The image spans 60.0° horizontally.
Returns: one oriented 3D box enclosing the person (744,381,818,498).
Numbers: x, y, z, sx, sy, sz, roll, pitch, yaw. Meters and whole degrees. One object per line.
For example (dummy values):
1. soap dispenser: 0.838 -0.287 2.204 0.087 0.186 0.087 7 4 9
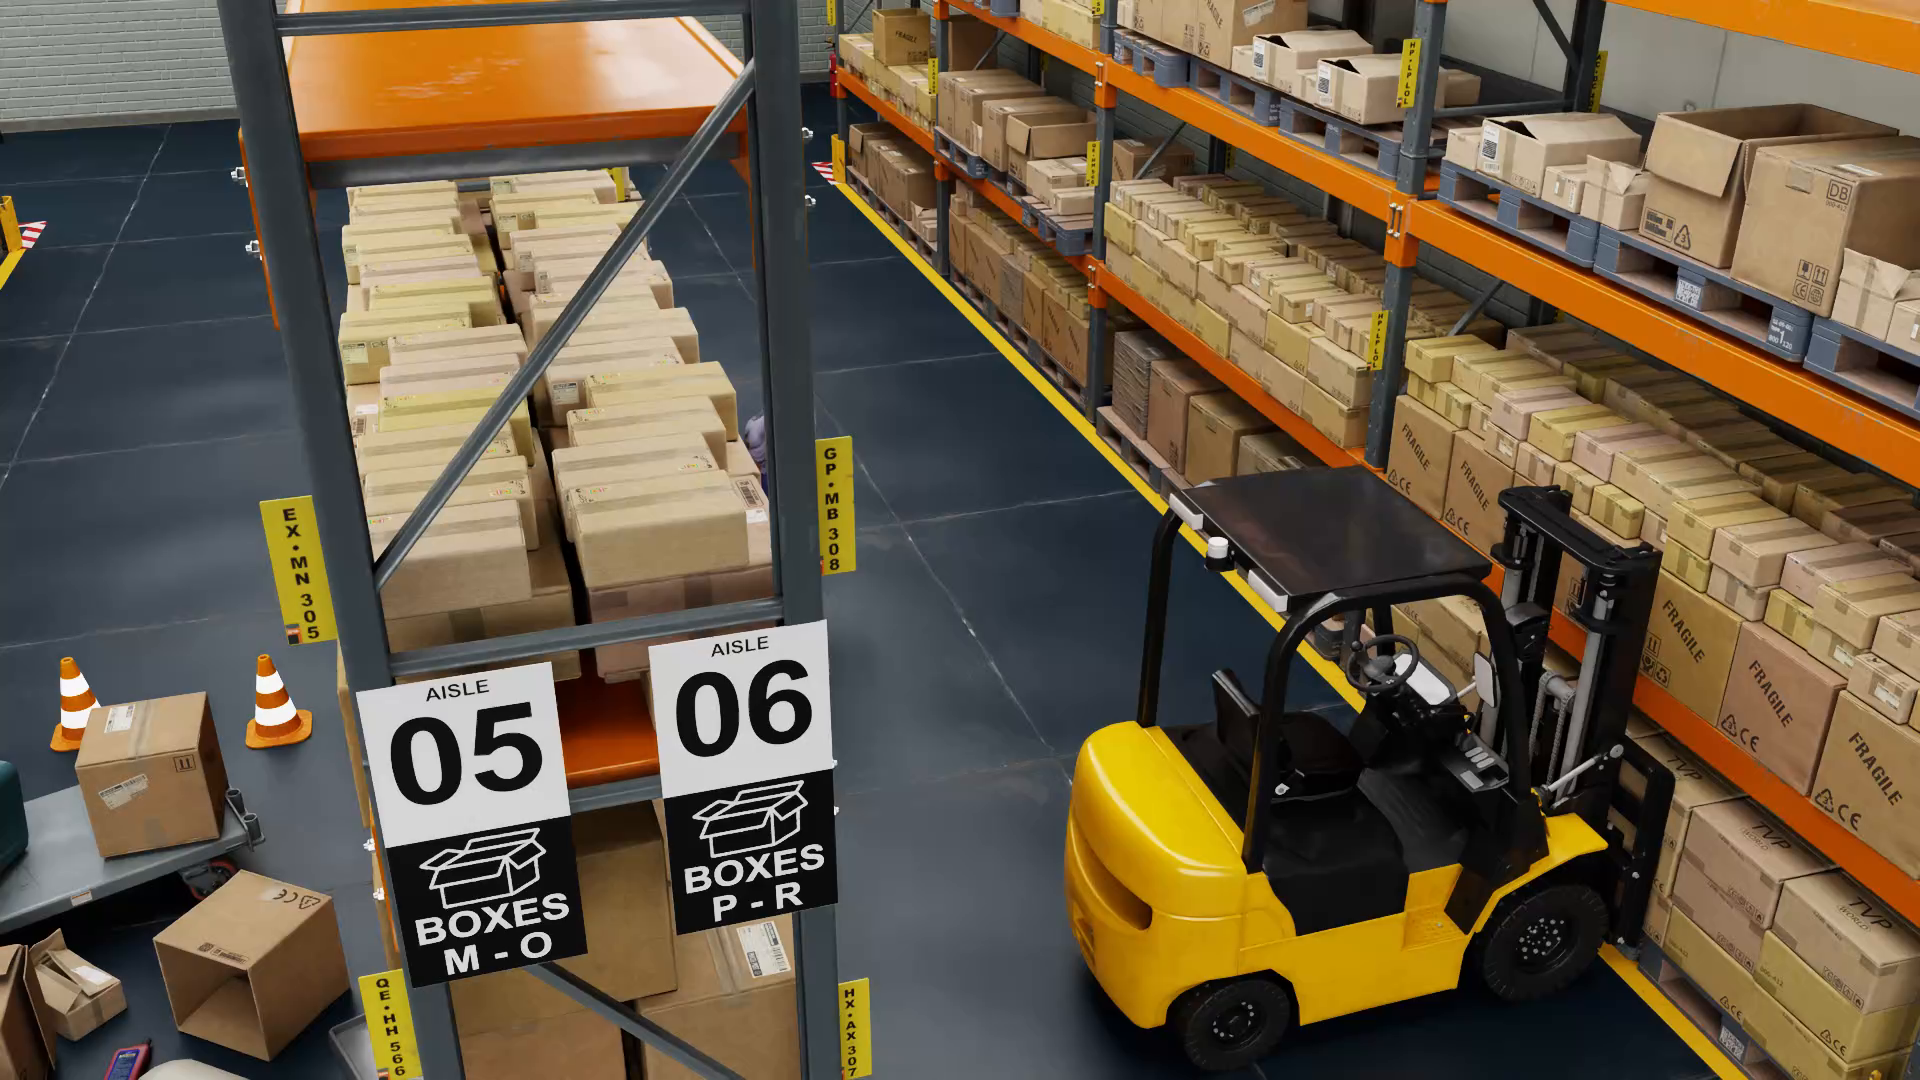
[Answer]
1. person: -1.096 -0.305 9.988 0.486 1.591 0.893 -11 29 -21
